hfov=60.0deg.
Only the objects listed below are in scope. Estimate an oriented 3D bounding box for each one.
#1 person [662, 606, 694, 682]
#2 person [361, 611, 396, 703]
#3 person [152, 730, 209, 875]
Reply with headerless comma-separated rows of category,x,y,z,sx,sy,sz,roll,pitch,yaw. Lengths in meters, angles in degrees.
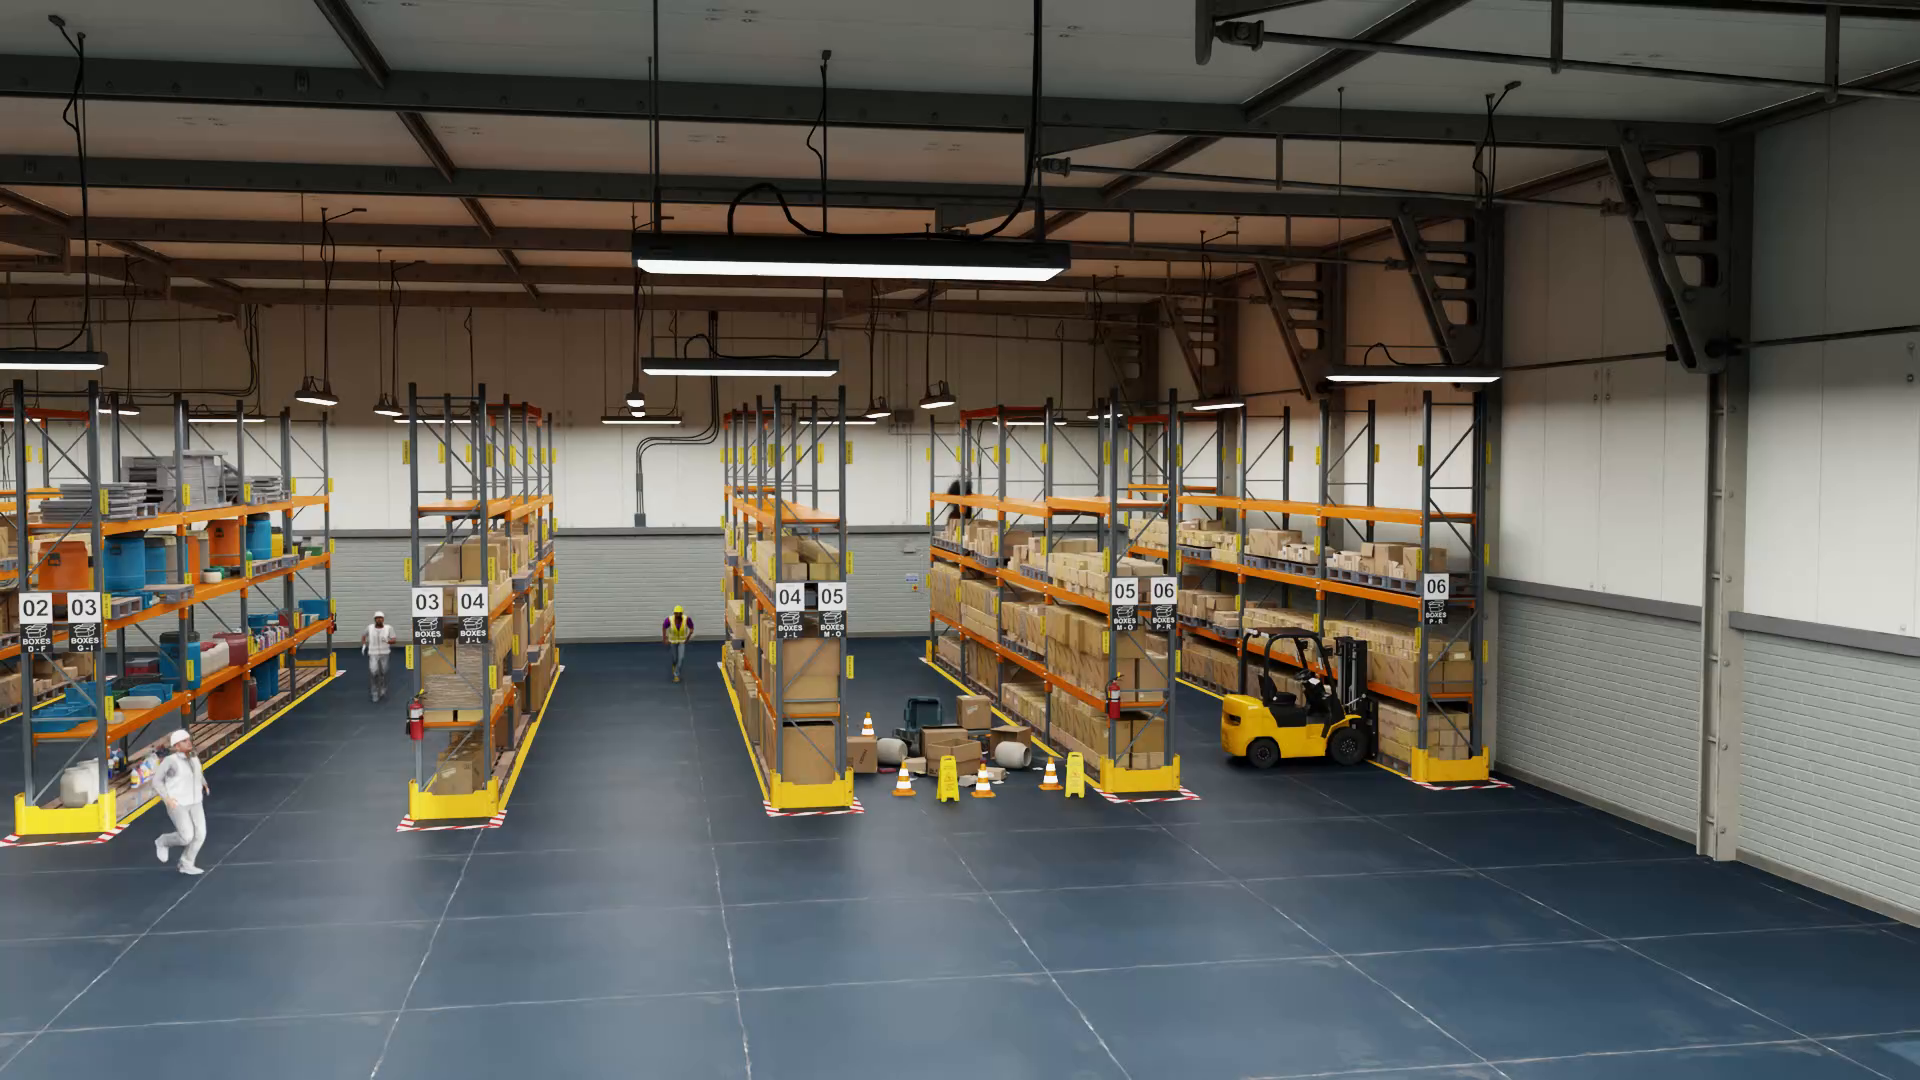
person,-6.287,2.296,37.104,0.695,1.692,0.878,-1,3,-17
person,-11.900,2.381,34.068,0.663,1.846,0.798,-1,3,-22
person,-9.319,3.138,19.917,0.581,1.734,0.696,1,3,23
